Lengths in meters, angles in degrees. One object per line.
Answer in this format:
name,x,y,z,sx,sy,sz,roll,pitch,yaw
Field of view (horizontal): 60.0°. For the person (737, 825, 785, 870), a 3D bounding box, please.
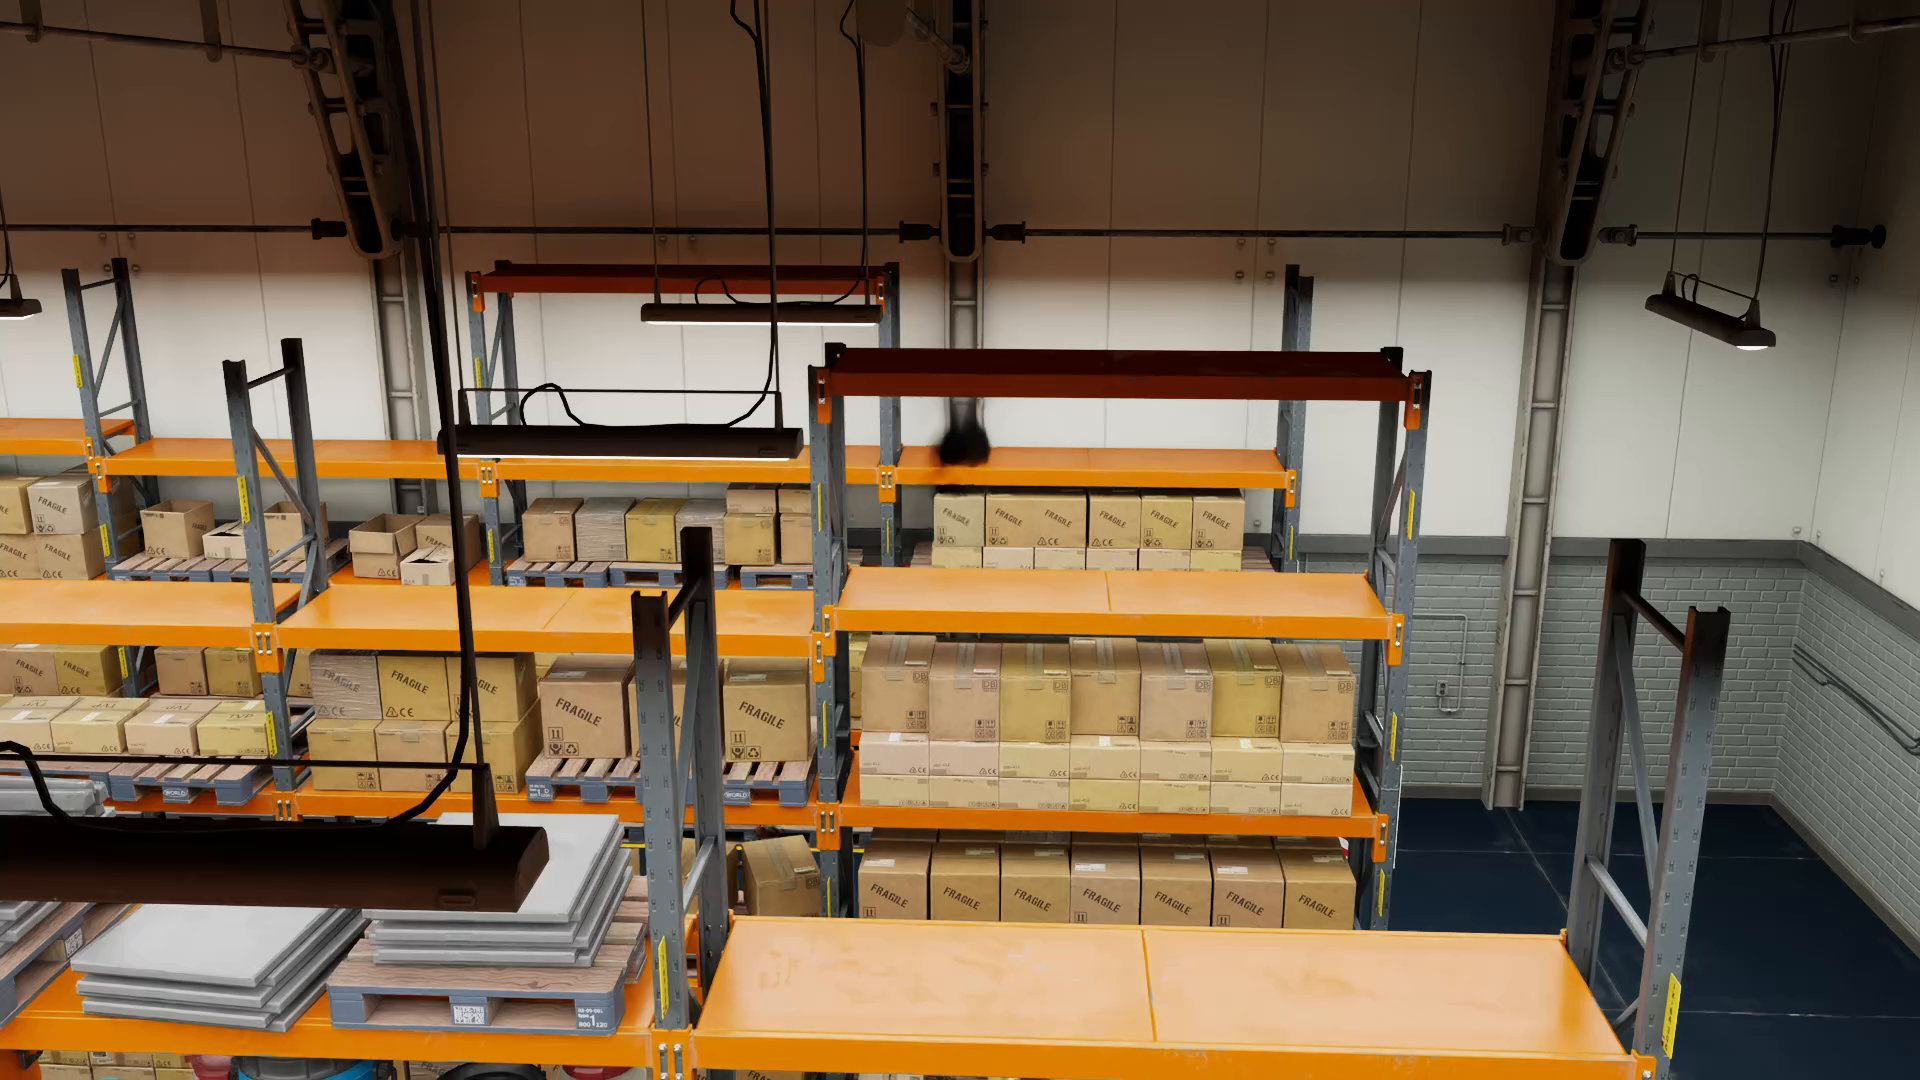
person,-1.580,3.113,14.586,0.857,1.585,0.587,3,16,9
